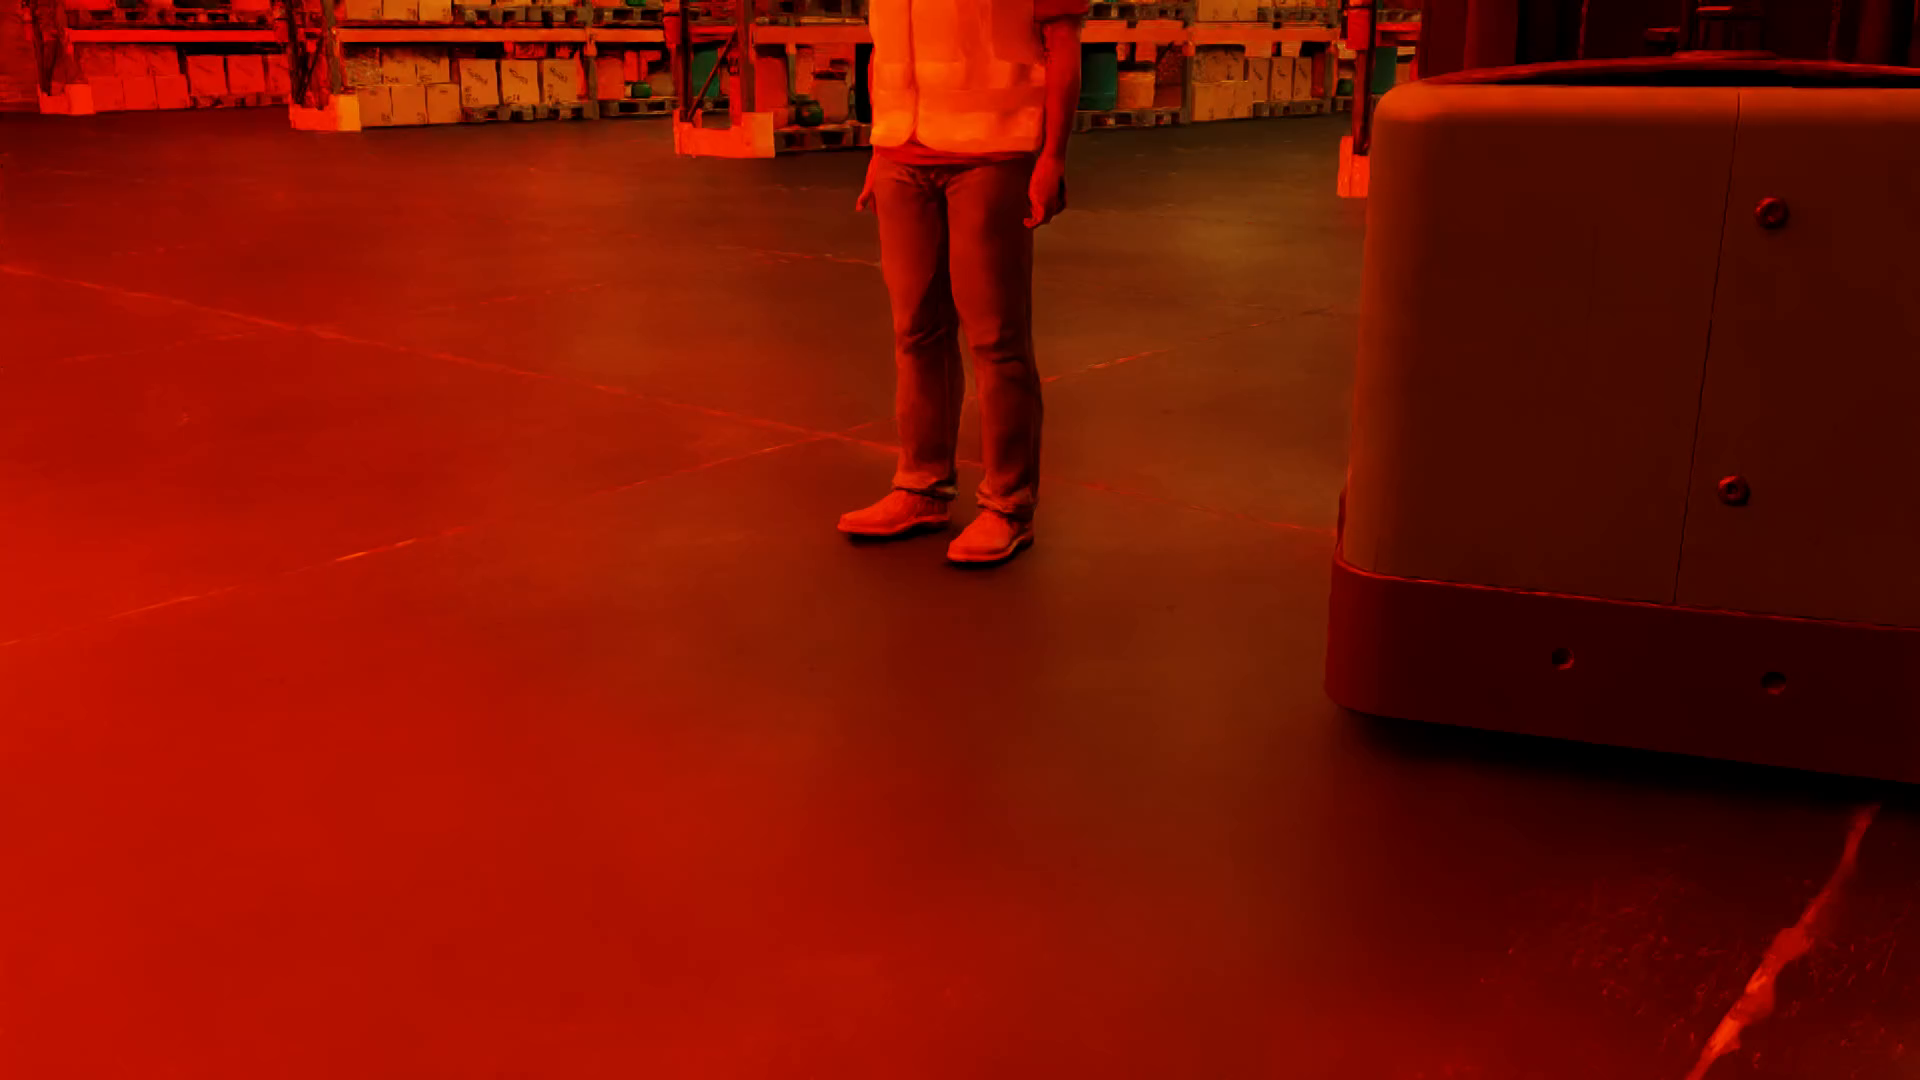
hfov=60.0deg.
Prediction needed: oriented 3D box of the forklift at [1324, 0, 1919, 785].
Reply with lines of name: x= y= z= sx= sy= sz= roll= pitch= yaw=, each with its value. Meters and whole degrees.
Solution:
forklift: x=1.595 y=-1.417 z=3.564 sx=1.130 sy=2.935 sz=3.031 roll=6 pitch=18 yaw=19

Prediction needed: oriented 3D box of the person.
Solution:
person: x=-0.007 y=-0.843 z=3.675 sx=0.559 sy=1.771 sz=0.367 roll=13 pitch=21 yaw=37
